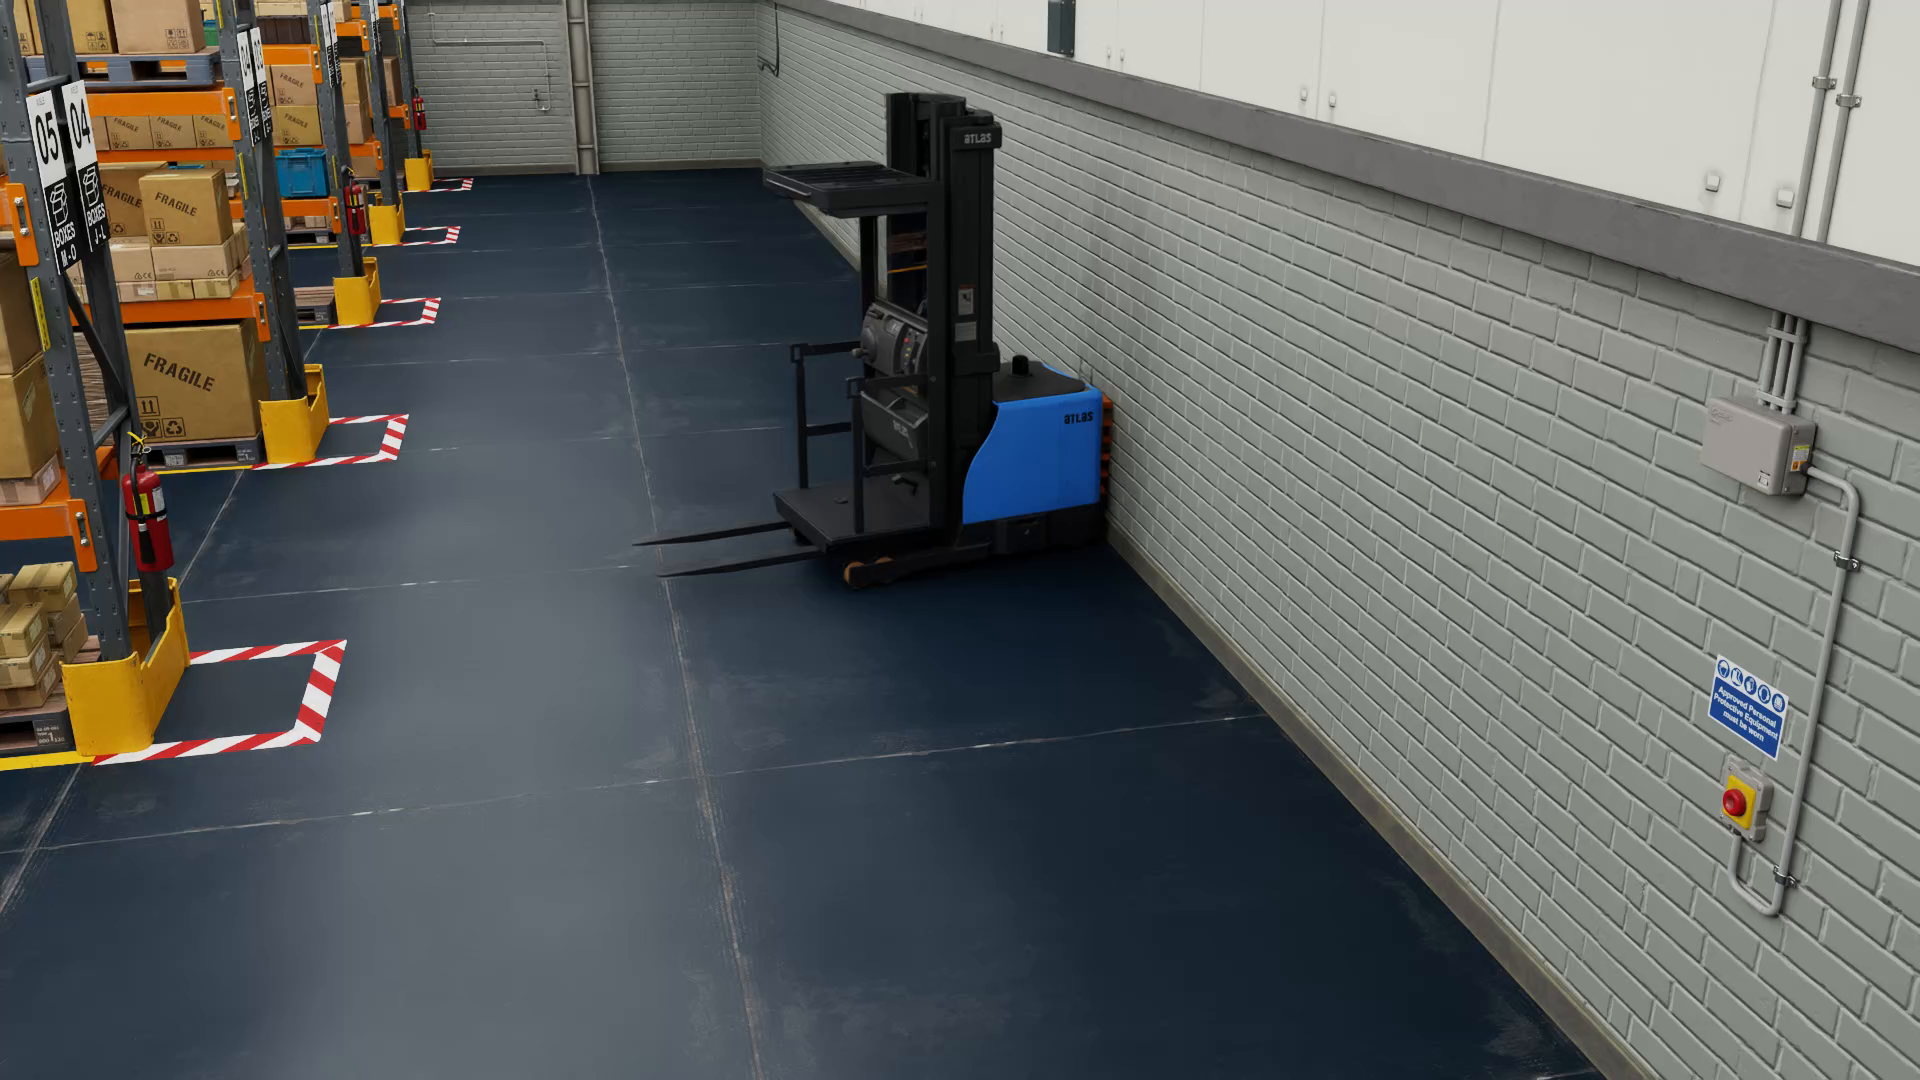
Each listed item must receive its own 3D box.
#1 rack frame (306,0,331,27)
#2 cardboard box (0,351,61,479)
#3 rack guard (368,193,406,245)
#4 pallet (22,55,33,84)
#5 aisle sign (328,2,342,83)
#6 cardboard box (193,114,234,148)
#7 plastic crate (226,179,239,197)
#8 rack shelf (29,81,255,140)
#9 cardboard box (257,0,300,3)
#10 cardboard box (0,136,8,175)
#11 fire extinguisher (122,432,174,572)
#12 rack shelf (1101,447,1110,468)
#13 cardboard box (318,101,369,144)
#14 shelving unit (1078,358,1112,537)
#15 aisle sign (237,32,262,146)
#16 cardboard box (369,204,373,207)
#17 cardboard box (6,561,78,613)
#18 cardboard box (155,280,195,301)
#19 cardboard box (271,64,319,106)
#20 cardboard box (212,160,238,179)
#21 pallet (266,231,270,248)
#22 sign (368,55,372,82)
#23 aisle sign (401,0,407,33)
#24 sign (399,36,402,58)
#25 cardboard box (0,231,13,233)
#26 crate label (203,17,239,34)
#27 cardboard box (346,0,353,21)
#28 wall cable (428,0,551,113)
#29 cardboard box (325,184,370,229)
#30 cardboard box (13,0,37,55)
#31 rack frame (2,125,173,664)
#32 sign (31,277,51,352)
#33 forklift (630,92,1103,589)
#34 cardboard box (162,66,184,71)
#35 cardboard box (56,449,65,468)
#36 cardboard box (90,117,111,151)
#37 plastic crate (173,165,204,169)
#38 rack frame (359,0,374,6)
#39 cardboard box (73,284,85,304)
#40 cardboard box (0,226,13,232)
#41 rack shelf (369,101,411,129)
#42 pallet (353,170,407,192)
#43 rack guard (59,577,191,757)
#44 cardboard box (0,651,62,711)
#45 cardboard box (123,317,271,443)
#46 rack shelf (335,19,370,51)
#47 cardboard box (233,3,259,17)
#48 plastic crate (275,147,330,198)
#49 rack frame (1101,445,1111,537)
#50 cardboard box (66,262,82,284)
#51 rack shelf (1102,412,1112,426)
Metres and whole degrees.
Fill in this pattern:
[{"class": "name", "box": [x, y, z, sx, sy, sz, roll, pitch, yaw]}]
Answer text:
[{"class": "rack frame", "box": [-6.513, -6.674, 16.452, 0.127, 3.000, 1.000, -5, 21, -12]}, {"class": "cardboard box", "box": [-4.708, -0.596, 8.003, 0.500, 0.500, 0.500, -4, 21, -11]}, {"class": "rack guard", "box": [-7.723, -4.336, 22.424, 0.348, 0.500, 1.175, -5, 21, -12]}, {"class": "pallet", "box": [-7.282, -3.406, 12.020, 1.213, 0.211, 1.003, -5, 21, -12]}, {"class": "aisle sign", "box": [-6.511, -5.183, 17.323, 0.004, 0.787, 0.394, -5, 21, -12]}, {"class": "cardboard box", "box": [-9.504, -5.316, 21.321, 0.500, 0.500, 0.500, -5, 21, -13]}, {"class": "plastic crate", "box": [-7.550, -3.618, 17.127, 0.243, 0.136, 0.396, -5, 21, -12]}, {"class": "rack shelf", "box": [-7.320, -3.112, 12.133, 4.000, 0.370, 1.077, -5, 21, -12]}, {"class": "cardboard box", "box": [-8.577, -6.923, 20.982, 0.500, 0.250, 0.500, -5, 21, -12]}, {"class": "cardboard box", "box": [-4.826, -1.919, 8.050, 0.500, 0.250, 0.500, -4, 20, -11]}, {"class": "fire extinguisher", "box": [-3.979, -0.185, 8.113, 0.183, 0.674, 0.296, -5, 21, -12]}, {"class": "rack shelf", "box": [0.887, -0.573, 11.271, 0.180, 0.103, 0.258, -2, 20, -16]}, {"class": "cardboard box", "box": [-8.022, -5.436, 21.648, 0.500, 0.500, 0.500, -4, 20, -11]}, {"class": "shelving unit", "box": [0.890, -0.615, 11.256, 0.189, 1.200, 0.258, -2, 20, -16]}, {"class": "aisle sign", "box": [-5.234, -3.325, 12.252, 0.004, 0.787, 0.394, -5, 21, -12]}, {"class": "cardboard box", "box": [-8.136, -4.465, 22.649, 0.250, 0.149, 0.380, -5, 21, -12]}, {"class": "cardboard box", "box": [-4.918, 0.259, 8.916, 0.250, 0.149, 0.380, -6, 21, -15]}, {"class": "cardboard box", "box": [-5.897, -1.922, 12.565, 0.250, 0.149, 0.380, -4, 21, -12]}, {"class": "cardboard box", "box": [-8.510, -5.864, 21.364, 0.500, 0.500, 0.500, -4, 21, -11]}, {"class": "cardboard box", "box": [-11.444, -5.944, 26.203, 0.500, 0.500, 0.700, -5, 21, -13]}, {"class": "pallet", "box": [-9.684, -4.041, 22.040, 1.213, 0.211, 1.003, -5, 21, -12]}, {"class": "sign", "box": [-7.541, -6.020, 21.246, 0.005, 0.325, 0.100, -5, 21, -12]}, {"class": "aisle sign", "box": [-8.654, -8.299, 25.831, 0.004, 0.787, 0.394, -5, 21, -12]}, {"class": "sign", "box": [-8.681, -7.646, 25.798, 0.005, 0.325, 0.100, -5, 21, -12]}, {"class": "cardboard box", "box": [-7.403, -2.196, 12.734, 0.500, 0.250, 0.500, -5, 21, -14]}, {"class": "crate label", "box": [-7.485, -5.231, 17.089, 0.502, 0.251, 0.408, -5, 21, -12]}, {"class": "cardboard box", "box": [-8.208, -6.898, 21.642, 0.500, 0.250, 0.500, -5, 21, -12]}, {"class": "wall cable", "box": [-7.764, -8.068, 27.503, 1.851, 1.984, 0.084, -5, 21, -12]}, {"class": "cardboard box", "box": [-8.122, -4.423, 22.022, 0.500, 0.500, 0.500, -5, 21, -12]}, {"class": "cardboard box", "box": [-6.934, -3.778, 12.006, 0.500, 0.500, 0.700, -6, 21, -16]}, {"class": "rack frame", "box": [-4.330, -0.531, 8.403, 0.127, 3.000, 1.000, -5, 21, -12]}, {"class": "sign", "box": [-4.222, -1.036, 7.638, 0.005, 0.325, 0.100, -5, 21, -12]}, {"class": "forklift", "box": [-0.605, -1.277, 10.540, 3.031, 2.935, 1.130, -9, 22, -24]}, {"class": "cardboard box", "box": [-10.016, -5.740, 21.024, 0.500, 0.500, 0.500, -5, 21, -14]}, {"class": "cardboard box", "box": [-4.721, -0.497, 8.676, 0.250, 0.149, 0.380, -5, 21, -13]}, {"class": "cardboard box", "box": [-10.983, -5.195, 20.990, 0.500, 0.500, 0.500, -4, 21, -11]}, {"class": "plastic crate", "box": [-8.110, -3.793, 17.465, 0.300, 0.233, 0.416, -5, 21, -12]}, {"class": "rack frame", "box": [-7.649, -8.333, 20.979, 0.127, 3.000, 1.000, -5, 21, -12]}, {"class": "cardboard box", "box": [-6.638, -1.862, 12.401, 0.250, 0.149, 0.380, -5, 21, -14]}, {"class": "cardboard box", "box": [-11.956, -4.097, 21.132, 0.500, 0.500, 0.500, -5, 21, -13]}, {"class": "rack shelf", "box": [-10.739, -6.677, 26.228, 4.000, 0.370, 1.077, -5, 21, -12]}, {"class": "pallet", "box": [-9.553, -5.775, 26.772, 1.213, 0.211, 1.003, -5, 21, -12]}, {"class": "rack guard", "box": [-4.404, 0.649, 8.817, 0.348, 0.500, 1.175, -5, 21, -12]}, {"class": "cardboard box", "box": [-4.795, 0.722, 8.517, 0.250, 0.149, 0.380, -4, 21, -12]}, {"class": "cardboard box", "box": [-5.978, -1.321, 13.039, 0.875, 0.875, 0.875, -5, 21, -12]}, {"class": "rack shelf", "box": [-9.595, -6.428, 21.186, 4.000, 0.370, 1.077, -5, 21, -12]}, {"class": "cardboard box", "box": [-9.061, -6.645, 20.951, 0.500, 0.250, 0.500, -5, 21, -12]}, {"class": "plastic crate", "box": [-6.796, -3.813, 17.224, 0.499, 0.435, 0.616, -5, 21, -12]}, {"class": "rack frame", "box": [0.978, -0.618, 11.281, 0.006, 1.200, 0.240, -2, 20, -16]}, {"class": "cardboard box", "box": [-6.773, -2.061, 12.366, 0.500, 0.250, 0.500, -5, 21, -14]}, {"class": "rack shelf", "box": [0.903, -0.799, 11.191, 0.180, 0.103, 0.258, -2, 20, -16]}]
